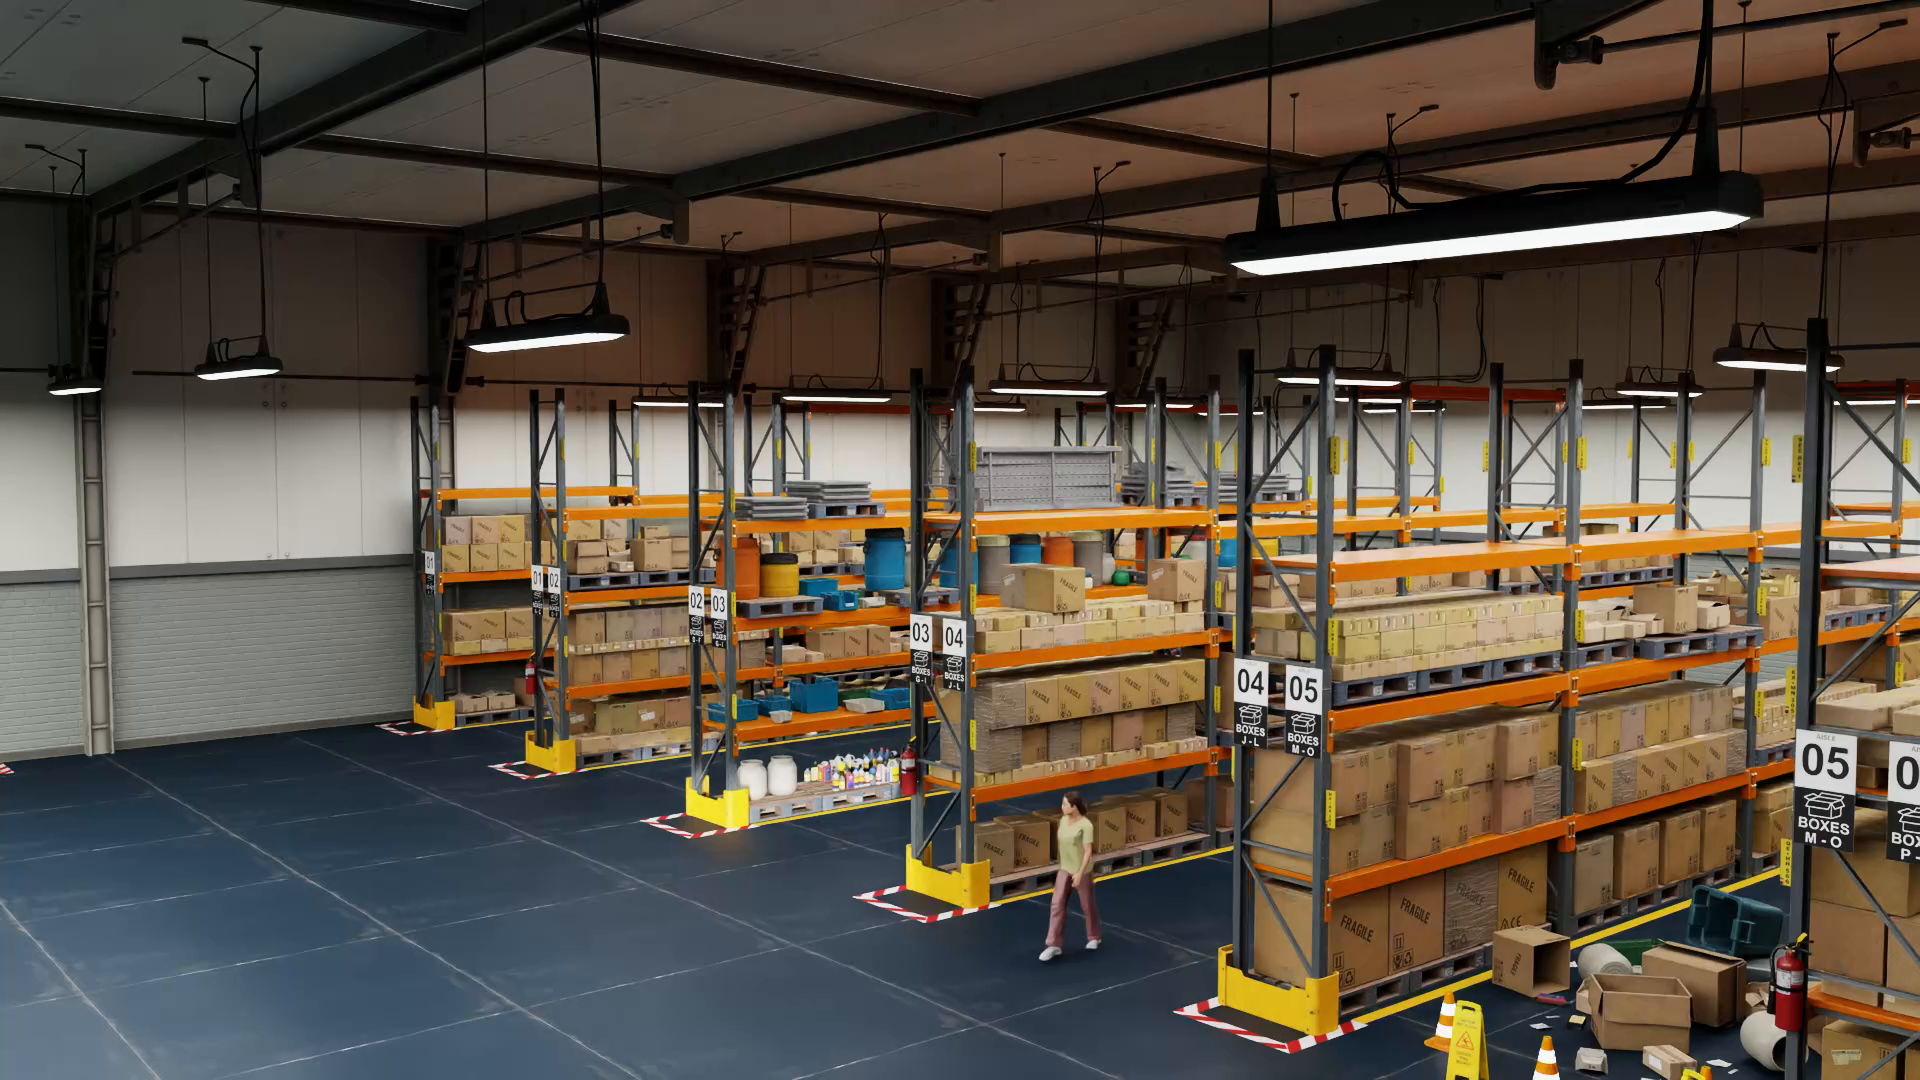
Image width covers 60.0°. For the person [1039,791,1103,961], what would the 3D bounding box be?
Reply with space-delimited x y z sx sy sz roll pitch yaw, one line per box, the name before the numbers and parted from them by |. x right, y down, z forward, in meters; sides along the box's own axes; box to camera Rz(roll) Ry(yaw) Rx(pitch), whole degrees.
person | 1.120 3.334 16.696 0.472 1.635 0.894 3 4 40
